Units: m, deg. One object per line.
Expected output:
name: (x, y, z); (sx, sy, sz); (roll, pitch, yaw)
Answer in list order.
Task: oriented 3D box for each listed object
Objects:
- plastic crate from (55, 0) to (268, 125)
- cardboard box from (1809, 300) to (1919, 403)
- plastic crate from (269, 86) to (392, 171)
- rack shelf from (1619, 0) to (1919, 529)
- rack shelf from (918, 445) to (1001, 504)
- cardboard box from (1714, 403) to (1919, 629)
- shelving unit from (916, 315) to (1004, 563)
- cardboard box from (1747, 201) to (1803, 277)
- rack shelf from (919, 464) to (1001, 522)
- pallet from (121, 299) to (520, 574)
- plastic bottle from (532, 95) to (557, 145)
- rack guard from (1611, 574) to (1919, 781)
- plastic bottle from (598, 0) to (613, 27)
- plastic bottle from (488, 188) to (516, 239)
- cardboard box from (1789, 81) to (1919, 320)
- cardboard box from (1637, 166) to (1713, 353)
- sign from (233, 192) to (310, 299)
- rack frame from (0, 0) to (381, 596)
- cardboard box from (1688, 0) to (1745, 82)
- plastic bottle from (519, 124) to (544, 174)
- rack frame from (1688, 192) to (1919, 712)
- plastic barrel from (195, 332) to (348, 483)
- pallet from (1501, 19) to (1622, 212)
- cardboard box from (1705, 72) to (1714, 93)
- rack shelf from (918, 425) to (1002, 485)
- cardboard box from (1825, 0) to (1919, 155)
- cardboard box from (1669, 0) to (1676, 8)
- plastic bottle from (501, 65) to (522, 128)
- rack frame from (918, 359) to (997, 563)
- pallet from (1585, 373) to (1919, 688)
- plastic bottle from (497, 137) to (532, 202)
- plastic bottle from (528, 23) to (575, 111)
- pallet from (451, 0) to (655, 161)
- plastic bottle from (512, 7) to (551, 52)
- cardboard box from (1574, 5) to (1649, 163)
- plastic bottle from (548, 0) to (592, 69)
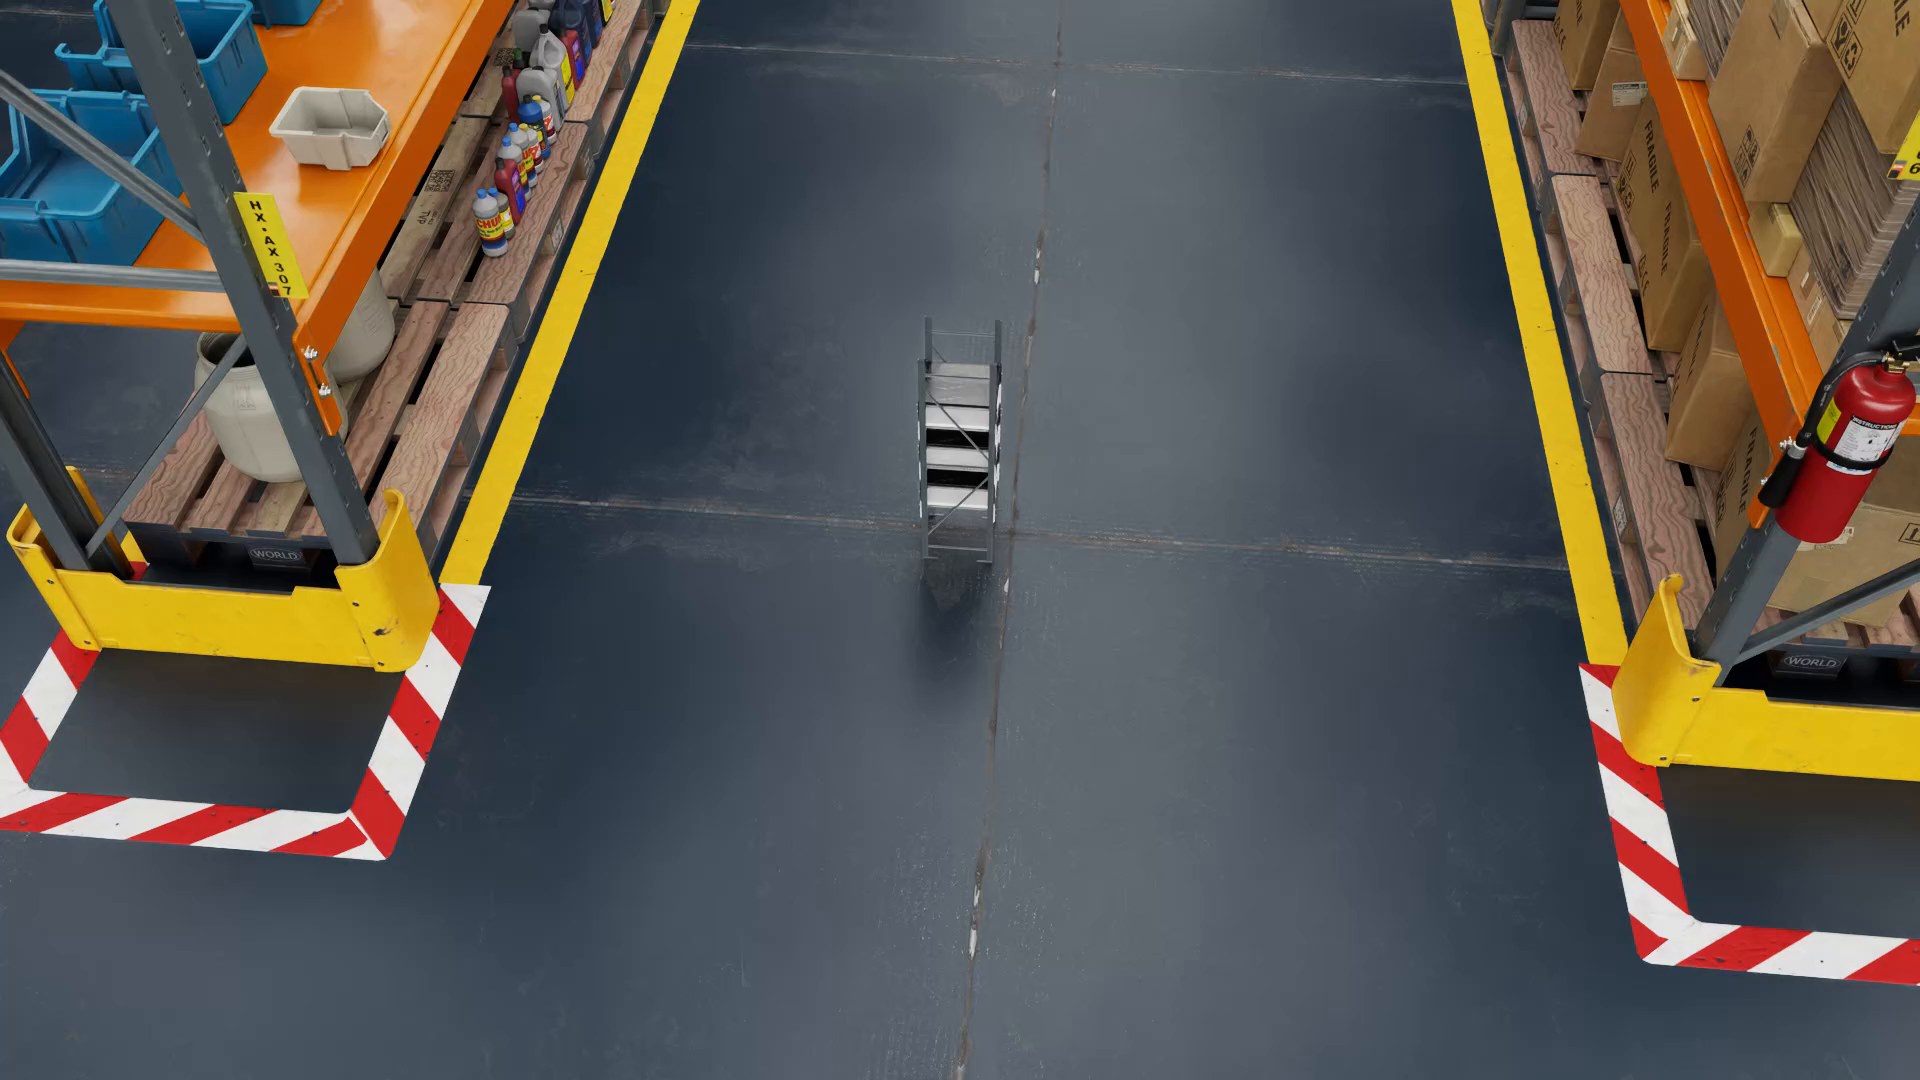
plastic crate: (-2.475, -1.503, 5.193); (0.499, 0.251, 0.408); (4, 48, 4)
cardboard box: (2.465, -0.494, 4.340); (0.380, 0.149, 0.250); (4, 48, 4)
plastic crate: (-1.885, -1.236, 5.026); (0.298, 0.136, 0.250); (4, 48, 4)
rack shelf: (2.827, -1.583, 5.652); (1.077, 0.370, 4.000); (4, 48, 4)
rack shelf: (0.001, -0.226, 5.514); (0.258, 0.077, 0.200); (4, 48, 4)
cardboard box: (2.719, -0.112, 5.229); (0.500, 0.500, 0.500); (12, 49, 11)
shelving unit: (0.001, -0.310, 5.423); (0.258, 0.900, 0.210); (4, 48, 4)
cardboard box: (2.460, -0.865, 4.679); (0.380, 0.149, 0.250); (4, 48, 4)
rack shelf: (0.001, -0.166, 5.581); (0.258, 0.077, 0.200); (4, 48, 4)
pallet: (-2.248, -0.403, 5.976); (1.003, 0.211, 1.213); (4, 48, 4)
plastic bottle: (-1.744, -1.754, 6.919); (0.097, 0.201, 0.097); (0, 48, 0)
rack guard: (2.652, 0.432, 5.016); (1.175, 0.500, 0.348); (4, 48, 4)
plastic bottle: (-1.638, -2.484, 7.532); (0.061, 0.283, 0.133); (6, 48, 5)
plastic bottle: (-1.802, -1.280, 6.487); (0.097, 0.201, 0.097); (0, 48, 0)
cardboard box: (2.723, -0.892, 4.264); (0.875, 0.500, 0.500); (4, 48, 4)
cardboard box: (2.815, -1.012, 6.052); (0.500, 0.500, 0.500); (8, 48, 7)
sign: (-1.740, -0.742, 4.208); (0.100, 0.325, 0.005); (4, 48, 4)
rack frame: (-2.287, -0.689, 4.347); (1.000, 3.000, 0.127); (4, 48, 4)
cardboard box: (2.737, -1.632, 4.941); (0.875, 0.500, 0.500); (4, 48, 4)
plastic bottle: (-1.762, -1.602, 6.781); (0.097, 0.201, 0.097); (0, 48, 0)
rack frame: (2.645, -0.356, 4.043); (1.000, 3.000, 0.127); (4, 48, 4)
plastic barrel: (-2.303, -0.480, 5.557); (0.421, 0.512, 0.421); (0, 48, 0)
pallet: (2.984, -1.858, 7.306); (1.003, 0.211, 1.213); (4, 48, 4)
cardboard box: (2.563, -1.414, 5.181); (0.380, 0.149, 0.250); (4, 48, 4)
rack shelf: (0.001, -0.287, 5.448); (0.258, 0.077, 0.200); (4, 48, 4)
cardboard box: (2.449, -1.248, 3.912); (0.500, 0.500, 0.500); (4, 48, 4)
cardboard box: (2.590, -1.783, 5.518); (0.380, 0.149, 0.250); (4, 48, 4)
plastic bottle: (-1.866, -1.877, 6.976); (0.061, 0.283, 0.133); (4, 48, 4)
rack frame: (-0.009, -0.235, 5.355); (0.240, 0.900, 0.006); (4, 48, 4)
pallet: (2.761, -0.065, 5.667); (1.003, 0.211, 1.213); (4, 48, 4)
plastic bottle: (-1.780, -1.480, 6.621); (0.097, 0.271, 0.097); (0, 48, 0)
plastic bottle: (-1.741, -2.012, 7.054); (0.144, 0.351, 0.185); (4, 48, 3)
pallet: (-2.025, -2.196, 7.616); (1.003, 0.211, 1.213); (4, 48, 4)
plastic bottle: (-1.862, -2.215, 7.291); (0.152, 0.276, 0.135); (4, 48, 4)
cardboard box: (2.889, -1.881, 6.847); (0.500, 0.500, 0.500); (18, 50, 16)
plastic bottle: (-1.712, -2.249, 7.271); (0.144, 0.351, 0.185); (2, 48, 2)
